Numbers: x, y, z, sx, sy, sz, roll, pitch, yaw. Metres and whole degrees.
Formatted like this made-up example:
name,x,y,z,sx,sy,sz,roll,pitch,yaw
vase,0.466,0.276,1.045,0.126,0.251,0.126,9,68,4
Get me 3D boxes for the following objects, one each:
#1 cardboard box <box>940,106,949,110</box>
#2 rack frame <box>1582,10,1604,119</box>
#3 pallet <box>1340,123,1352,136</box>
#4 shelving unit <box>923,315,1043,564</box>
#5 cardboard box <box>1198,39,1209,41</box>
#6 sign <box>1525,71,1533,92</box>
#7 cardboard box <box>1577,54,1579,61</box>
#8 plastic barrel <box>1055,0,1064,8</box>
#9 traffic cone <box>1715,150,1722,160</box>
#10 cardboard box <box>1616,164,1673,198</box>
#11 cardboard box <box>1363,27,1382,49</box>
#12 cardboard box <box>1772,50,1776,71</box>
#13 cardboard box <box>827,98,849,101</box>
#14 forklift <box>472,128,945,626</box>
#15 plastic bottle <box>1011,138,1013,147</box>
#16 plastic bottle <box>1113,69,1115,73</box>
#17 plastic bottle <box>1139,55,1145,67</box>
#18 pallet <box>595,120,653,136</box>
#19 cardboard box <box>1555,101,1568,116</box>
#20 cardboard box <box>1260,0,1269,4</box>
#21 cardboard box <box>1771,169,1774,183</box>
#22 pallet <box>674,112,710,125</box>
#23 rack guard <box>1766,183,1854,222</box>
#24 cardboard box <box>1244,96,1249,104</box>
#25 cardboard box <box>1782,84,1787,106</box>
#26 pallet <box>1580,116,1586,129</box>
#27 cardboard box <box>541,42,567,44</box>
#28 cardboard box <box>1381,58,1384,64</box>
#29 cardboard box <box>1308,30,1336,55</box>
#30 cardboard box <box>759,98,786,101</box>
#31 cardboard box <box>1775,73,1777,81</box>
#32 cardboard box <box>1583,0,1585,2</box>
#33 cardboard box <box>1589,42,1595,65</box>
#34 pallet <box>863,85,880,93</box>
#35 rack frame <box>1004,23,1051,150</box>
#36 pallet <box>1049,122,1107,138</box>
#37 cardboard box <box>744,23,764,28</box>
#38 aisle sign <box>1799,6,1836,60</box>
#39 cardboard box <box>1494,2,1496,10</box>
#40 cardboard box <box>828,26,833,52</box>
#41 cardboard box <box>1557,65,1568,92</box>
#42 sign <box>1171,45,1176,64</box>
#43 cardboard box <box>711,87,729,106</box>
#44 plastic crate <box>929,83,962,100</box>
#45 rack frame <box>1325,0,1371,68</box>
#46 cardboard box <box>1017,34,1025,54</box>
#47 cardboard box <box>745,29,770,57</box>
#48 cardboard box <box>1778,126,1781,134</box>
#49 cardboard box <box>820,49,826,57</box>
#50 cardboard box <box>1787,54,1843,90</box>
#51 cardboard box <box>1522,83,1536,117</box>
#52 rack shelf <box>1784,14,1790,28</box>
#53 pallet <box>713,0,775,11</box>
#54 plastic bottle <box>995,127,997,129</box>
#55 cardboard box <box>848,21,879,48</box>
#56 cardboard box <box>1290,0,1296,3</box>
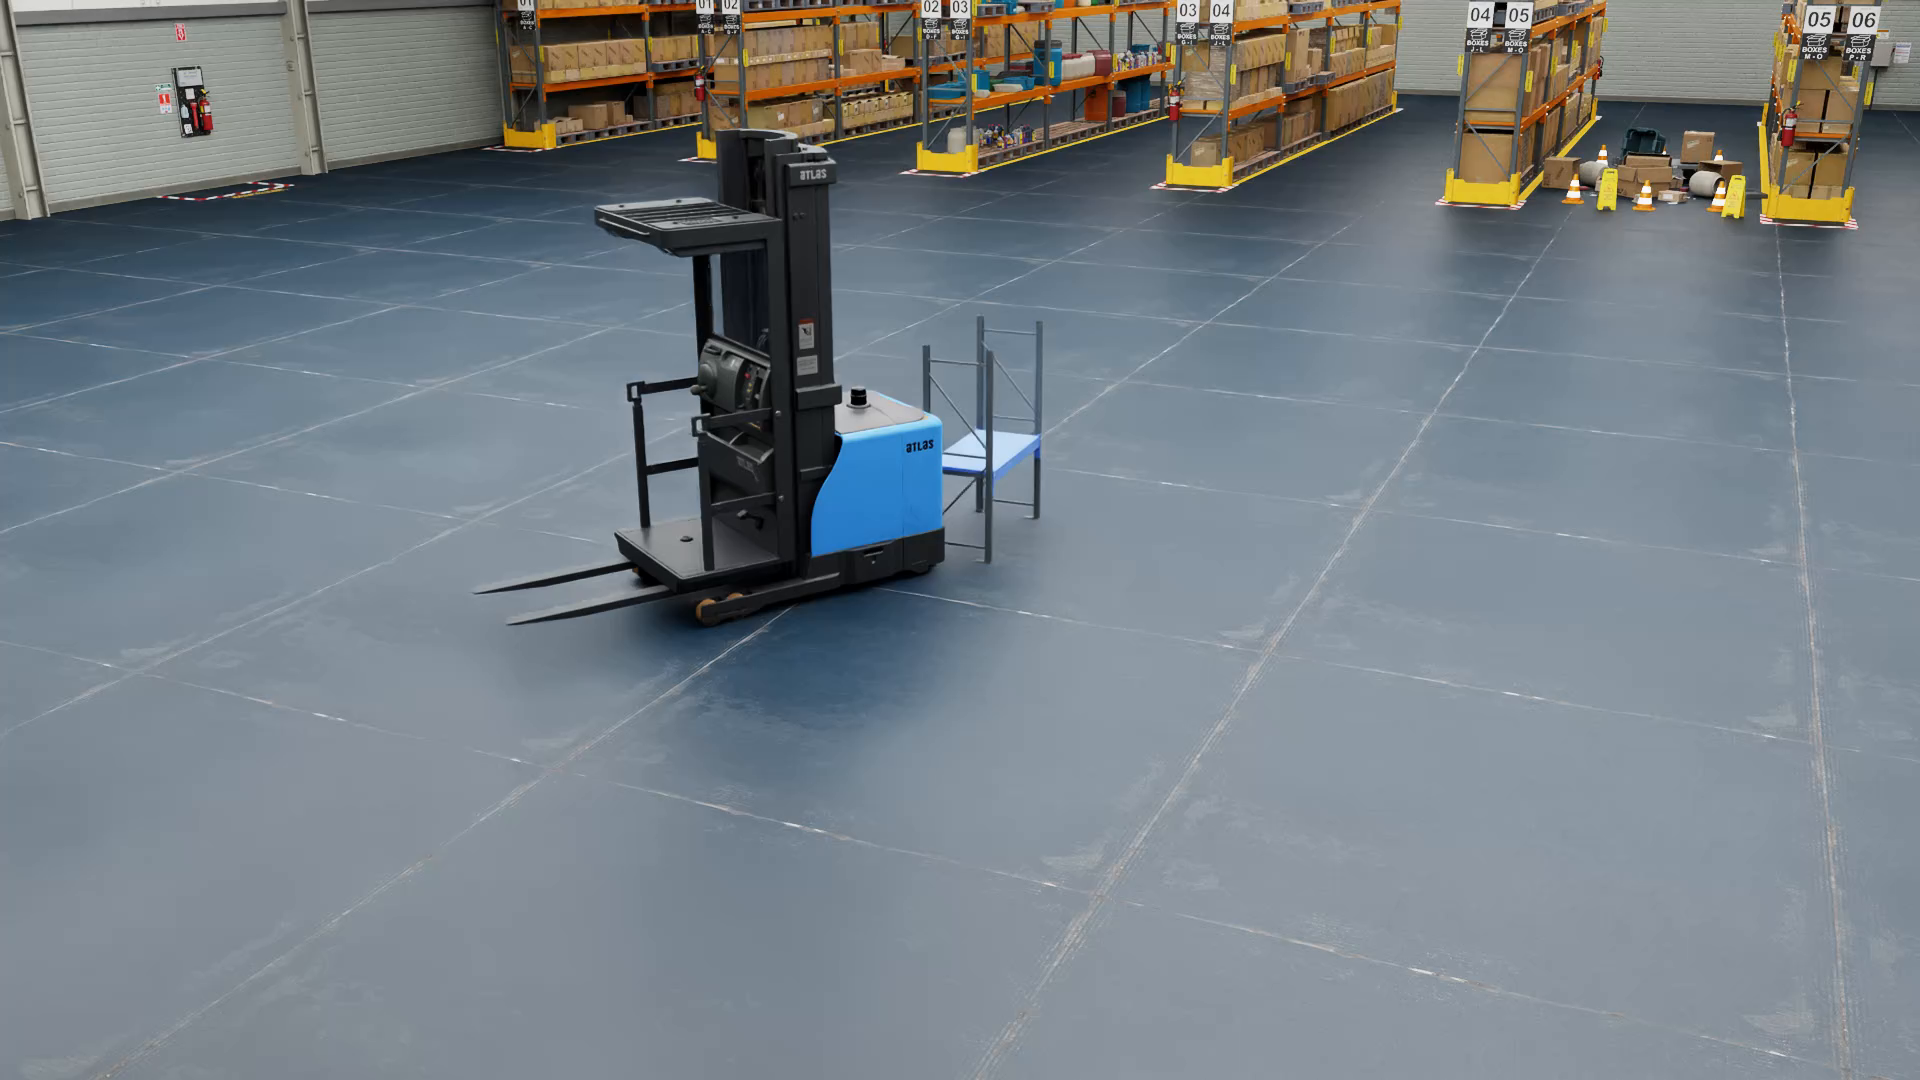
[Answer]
name,x,y,z,sx,sy,sz,roll,pitch,yaw
cardboard box,-0.608,-11.070,41.694,0.500,0.500,0.500,8,21,22
rack frame,15.321,-12.001,41.237,1.000,3.000,0.127,9,21,23
pallet,8.454,-9.555,38.522,1.003,0.211,1.213,9,21,23
shelving unit,0.173,-0.737,11.803,0.538,1.500,1.048,8,21,20
cardboard box,4.485,-8.835,30.251,0.500,0.500,0.500,9,21,23
sign,9.273,-7.477,27.107,0.100,0.325,0.005,9,21,23
cardboard box,13.489,-10.693,36.864,0.380,0.149,0.250,10,22,25
plastic barrel,1.951,-11.958,35.893,0.600,0.901,0.708,9,21,23
traffic cone,14.195,-7.060,31.131,0.336,0.463,0.334,9,21,23
cardboard box,11.736,-6.170,28.566,0.797,0.503,0.637,-5,20,-15
cardboard box,10.046,-12.333,40.832,0.500,0.500,0.500,8,21,21
cardboard box,19.420,-11.292,39.096,0.500,0.500,0.500,8,21,22
cardboard box,-2.795,-10.046,38.381,0.500,0.311,0.500,8,21,23
forklift,-1.615,-1.042,10.524,3.031,2.935,1.130,-12,23,-31
plastic bottle,1.015,-8.067,33.695,0.097,0.201,0.097,0,20,0
plastic bottle,3.515,-10.976,38.540,0.152,0.276,0.135,9,21,23
plastic bottle,4.403,-11.639,40.405,0.152,0.276,0.135,9,21,23
pallet,-7.876,-9.559,38.533,1.003,0.211,1.213,9,21,23
cardboard box,12.548,-9.106,35.083,0.500,0.250,0.500,8,21,20
cardboard box,5.519,-10.032,30.853,0.380,0.149,0.250,10,22,25
cardboard box,14.268,-6.279,28.624,0.500,0.250,0.500,10,22,26
pallet,-6.818,-10.382,40.846,1.003,0.211,1.213,9,21,23
rack guard,13.357,-5.307,26.145,1.175,0.500,0.348,9,21,23
cardboard box,5.125,-8.140,30.757,0.380,0.149,0.250,9,21,23
cardboard box,14.530,-7.775,28.762,0.500,0.500,0.500,8,21,23
pallet,14.424,-10.049,39.910,1.003,0.211,1.213,9,21,23
cardboard box,-8.850,-10.637,36.476,0.500,0.500,0.500,8,21,21
cardboard box,10.366,-11.973,41.533,0.380,0.149,0.250,9,21,24
cardboard box,7.875,-11.008,36.799,0.797,0.503,0.637,9,22,25
cardboard box,-3.998,-9.256,35.876,0.500,0.500,0.500,9,21,23
cardboard box,17.819,-9.961,35.725,0.500,0.250,0.500,8,21,21
cardboard box,12.920,-11.461,35.094,0.500,0.500,0.500,9,21,23
cardboard box,14.551,-11.384,38.908,0.500,0.500,0.500,8,21,22
pallet,-2.976,-13.182,48.721,1.003,0.211,1.213,9,21,23
rack frame,1.405,-9.724,34.834,1.000,3.000,0.127,9,21,23
pallet,2.690,-9.401,38.089,1.003,0.211,1.213,9,21,23
cardboard box,-5.355,-13.124,42.652,0.500,0.250,0.500,8,21,22
aisle sign,13.036,-7.707,25.284,0.394,0.787,0.004,9,21,23
cardboard box,8.596,-8.798,27.353,0.380,0.149,0.250,9,21,23
cardboard box,-4.121,-13.834,45.943,0.980,0.700,0.700,9,21,24
cardboard box,11.900,-9.276,33.425,0.500,0.500,0.500,9,21,23
sign,3.787,-8.598,29.469,0.100,0.325,0.005,9,21,23
cardboard box,-6.243,-11.108,41.801,0.700,0.500,0.500,9,21,23
plastic crate,-0.301,-8.625,31.966,0.499,0.251,0.616,9,21,23
rack frame,9.199,-11.490,39.800,1.000,3.000,0.127,9,21,23
cardboard box,1.447,-13.635,45.682,0.500,0.500,0.500,9,21,23
cardboard box,-4.316,-10.159,33.972,0.700,0.500,0.500,8,21,21
cardboard box,14.370,-7.072,28.768,0.380,0.149,0.250,9,21,23
cardboard box,-3.132,-10.569,36.095,0.380,0.149,0.250,8,21,22
cardboard box,13.336,-7.306,25.950,0.700,0.500,0.500,8,21,21
cardboard box,9.429,-7.625,28.710,0.875,0.550,0.550,9,21,23
rack shelf,17.421,-10.593,33.875,1.077,0.370,4.000,9,21,23
pallet,-4.438,-10.766,33.420,1.003,0.211,1.213,9,21,23
plastic bottle,0.767,-8.508,34.823,0.152,0.276,0.135,9,22,25
cardboard box,-2.919,-14.735,48.479,0.980,0.700,0.700,10,22,25
cardboard box,6.206,-10.834,32.699,0.797,0.503,0.637,7,21,20
